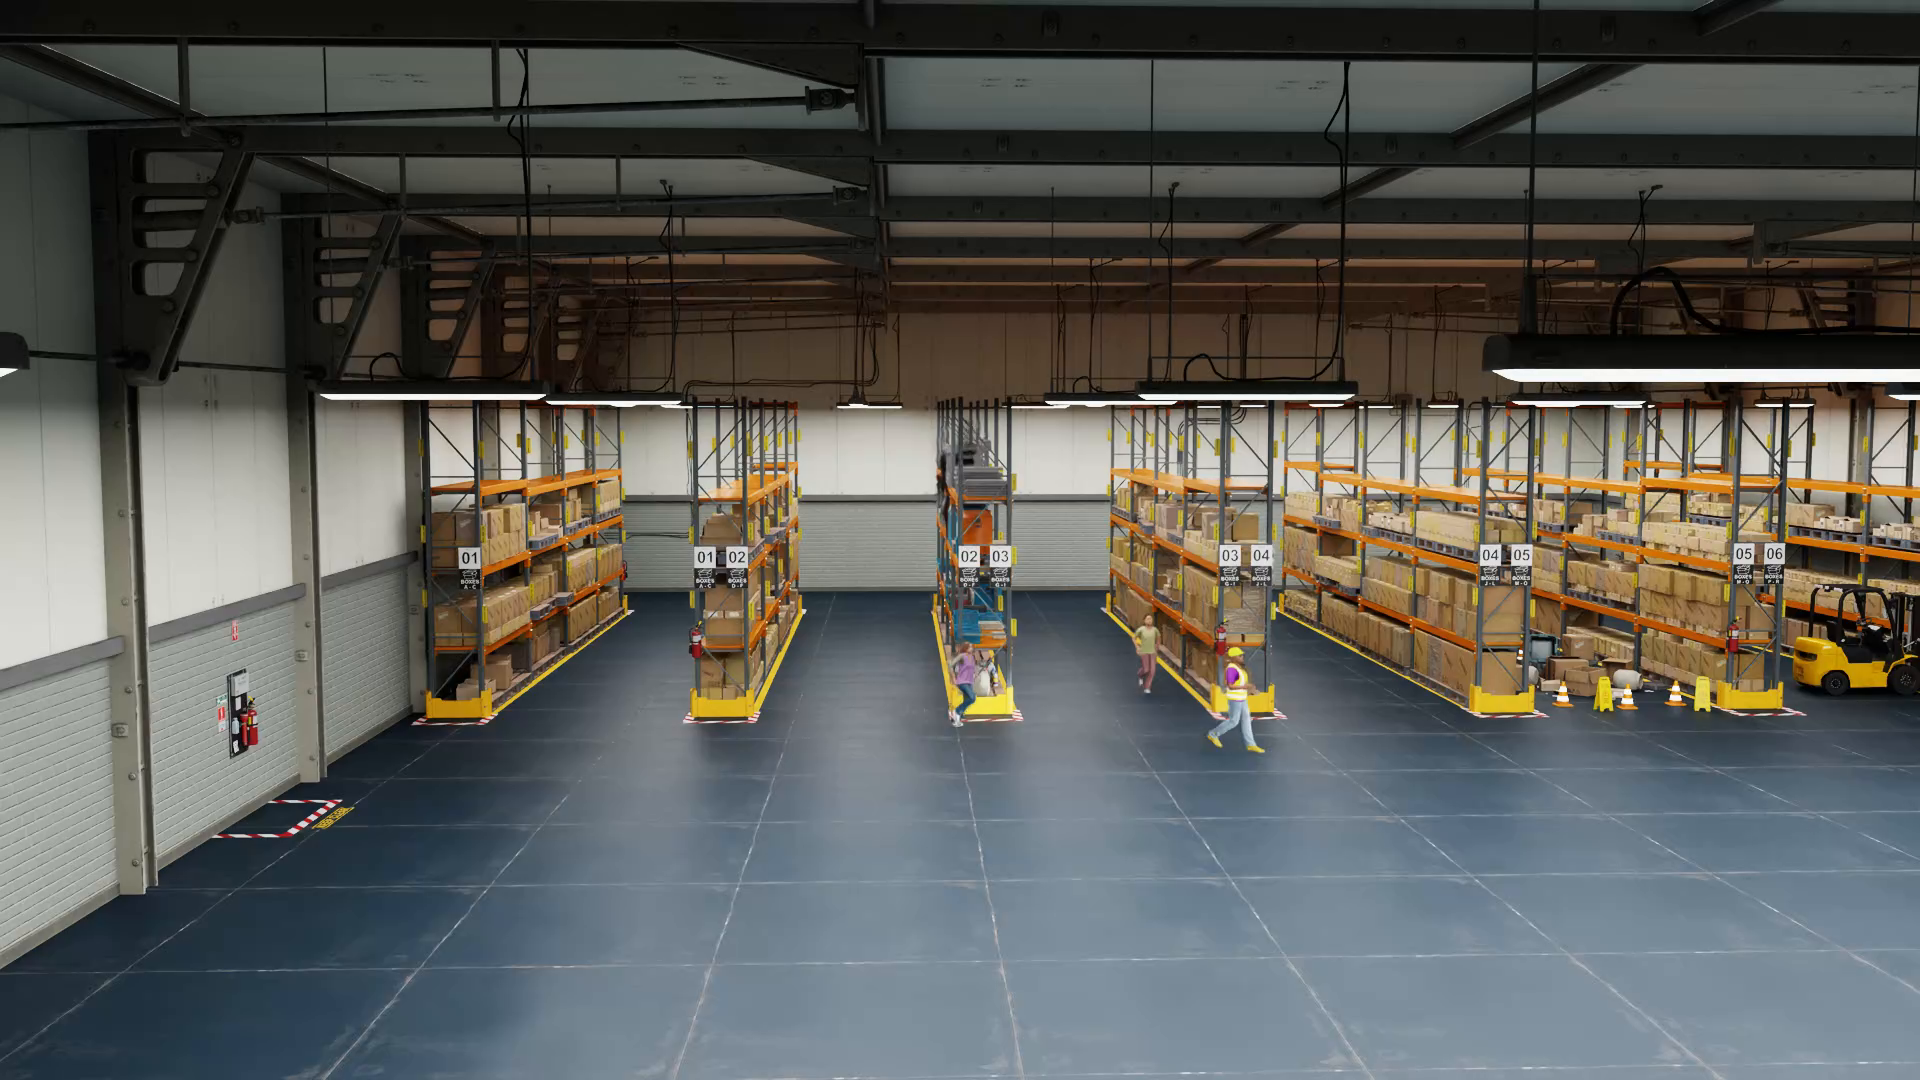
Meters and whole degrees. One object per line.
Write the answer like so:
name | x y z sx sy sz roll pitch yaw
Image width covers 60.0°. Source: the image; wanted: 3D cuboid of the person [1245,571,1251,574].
person | 8.032 1.226 47.169 0.751 1.725 0.747 1 4 10

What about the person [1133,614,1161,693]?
person | 3.821 2.305 33.811 0.580 1.621 0.558 -1 4 -9

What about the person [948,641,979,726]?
person | 0.114 2.615 30.235 0.535 1.532 0.555 3 5 31

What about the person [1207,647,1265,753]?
person | 4.625 2.667 27.804 0.970 1.760 0.698 2 5 24

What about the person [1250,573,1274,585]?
person | 8.135 1.403 44.981 0.678 1.672 0.755 1 4 10
